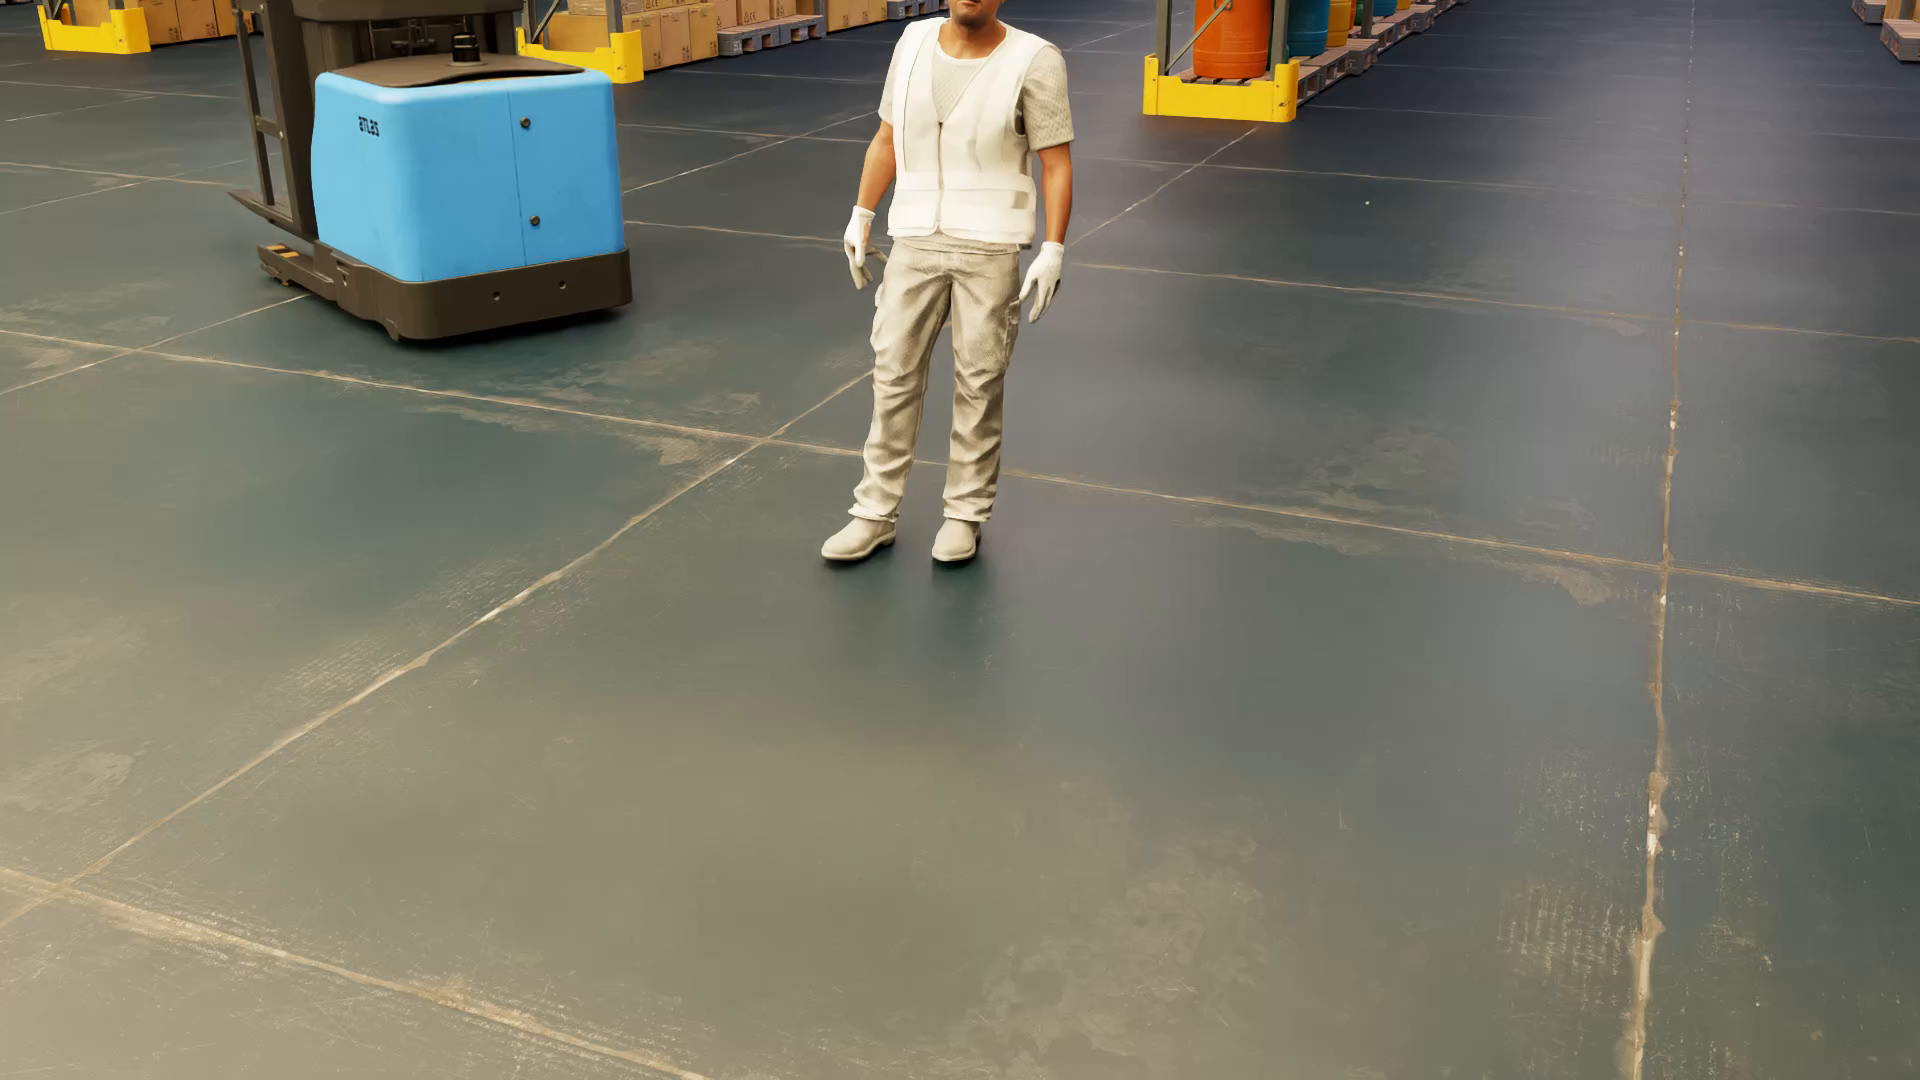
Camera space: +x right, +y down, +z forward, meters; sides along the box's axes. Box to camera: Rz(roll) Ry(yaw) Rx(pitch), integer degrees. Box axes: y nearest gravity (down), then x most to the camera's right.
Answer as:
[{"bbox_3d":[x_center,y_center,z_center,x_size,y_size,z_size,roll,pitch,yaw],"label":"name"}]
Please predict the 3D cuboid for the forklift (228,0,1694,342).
[{"bbox_3d":[2.821,-6.750,17.442,23.089,2.935,12.463,-17,28,-35],"label":"forklift"}]

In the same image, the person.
[{"bbox_3d":[-0.039,-0.802,4.680,0.657,1.785,0.557,9,24,21],"label":"person"}]
